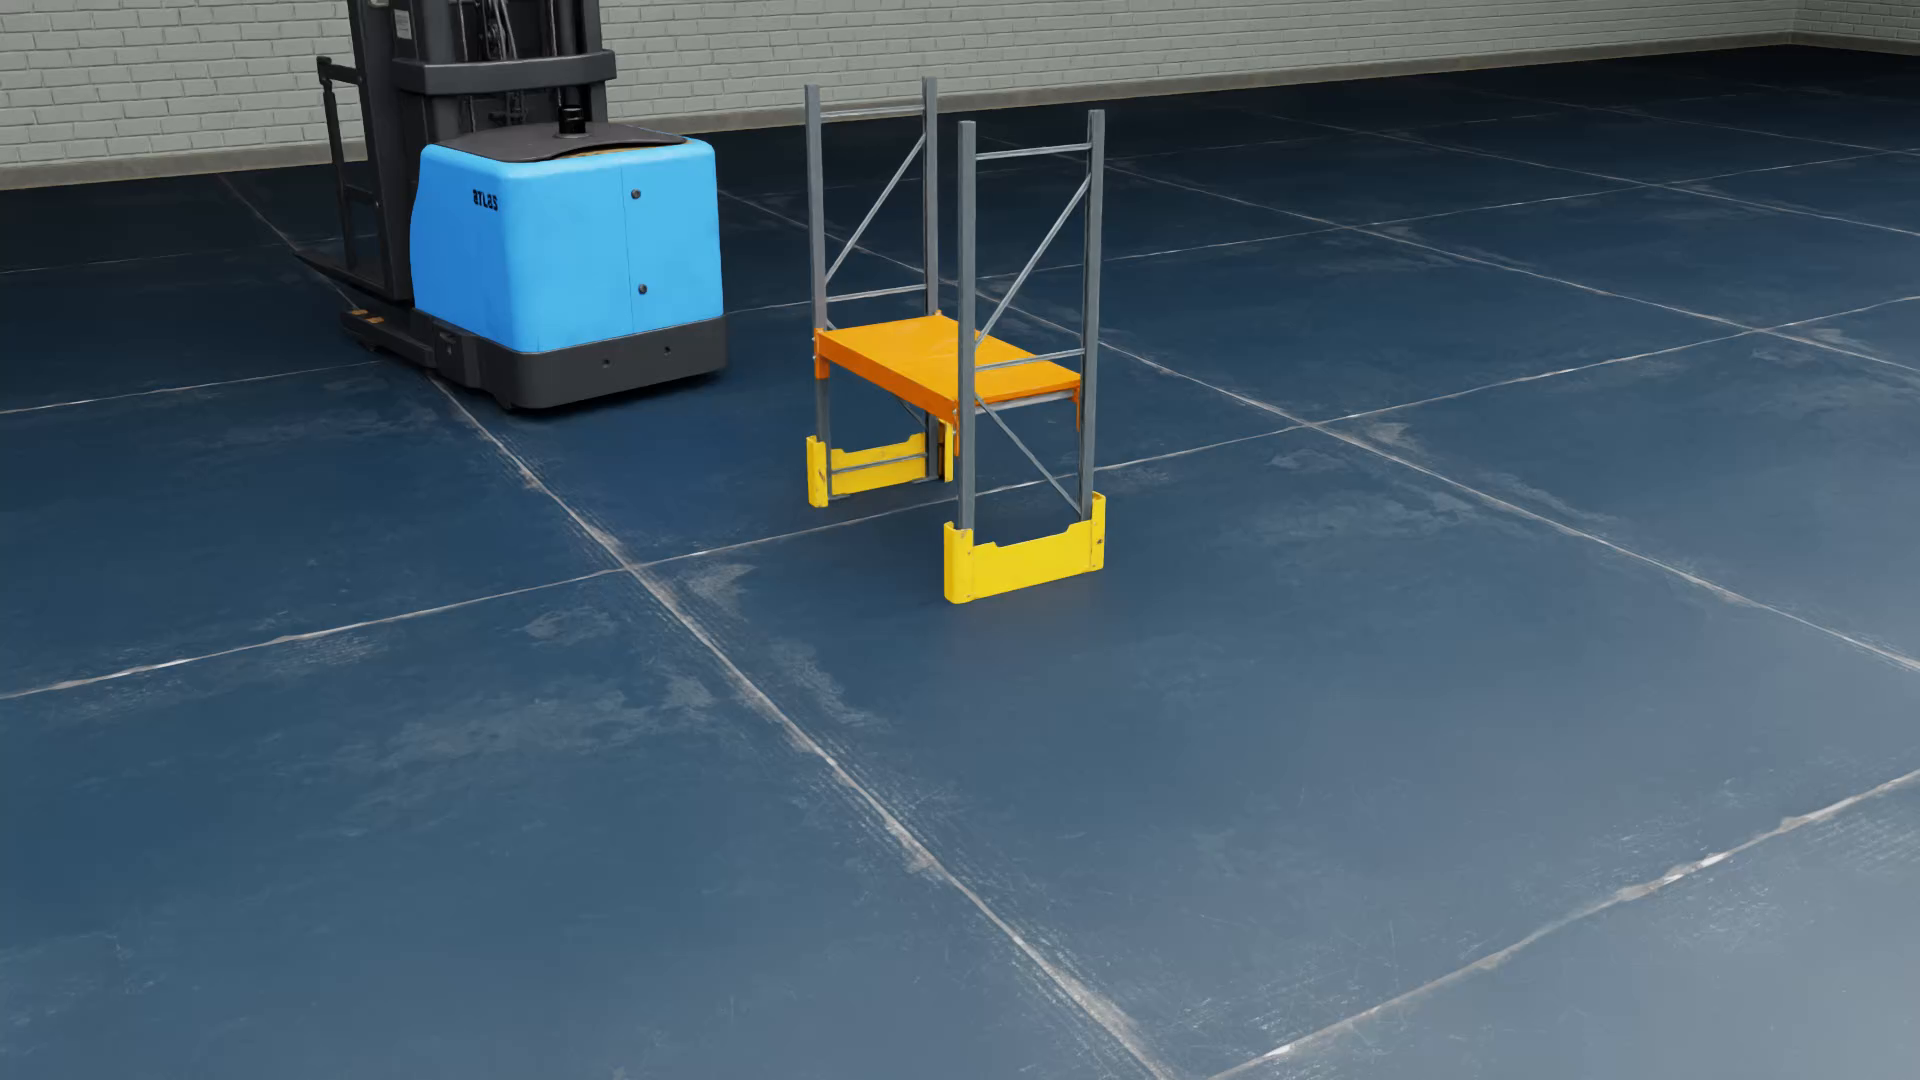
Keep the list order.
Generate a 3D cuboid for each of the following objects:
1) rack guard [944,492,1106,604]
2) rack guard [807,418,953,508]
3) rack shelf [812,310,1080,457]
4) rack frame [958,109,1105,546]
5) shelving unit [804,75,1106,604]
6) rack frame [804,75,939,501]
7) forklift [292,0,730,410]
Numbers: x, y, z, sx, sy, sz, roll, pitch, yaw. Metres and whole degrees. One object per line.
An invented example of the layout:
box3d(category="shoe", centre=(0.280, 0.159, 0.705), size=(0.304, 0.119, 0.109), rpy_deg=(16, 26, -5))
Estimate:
box3d(category="rack guard", centre=(0.215, 0.021, 5.428), size=(0.587, 0.250, 0.087), rpy_deg=(-13, 25, -28))
box3d(category="rack guard", centre=(-0.293, -0.302, 6.222), size=(0.587, 0.250, 0.087), rpy_deg=(-13, 25, -28))
box3d(category="rack shelf", centre=(-0.044, -0.556, 5.665), size=(0.538, 0.185, 1.000), rpy_deg=(-13, 25, -28))
box3d(category="rack frame", centre=(0.216, -0.558, 5.192), size=(0.500, 1.500, 0.032), rpy_deg=(-13, 25, -28))
box3d(category="shelving unit", centre=(-0.039, -0.719, 5.590), size=(0.587, 1.500, 1.083), rpy_deg=(-13, 25, -28))
box3d(category="rack frame", centre=(-0.303, -0.887, 6.002), size=(0.500, 1.500, 0.032), rpy_deg=(-13, 25, -28))
box3d(category="forklift", centre=(-2.401, -2.383, 7.782), size=(1.130, 2.935, 3.031), rpy_deg=(-18, 28, -38))
